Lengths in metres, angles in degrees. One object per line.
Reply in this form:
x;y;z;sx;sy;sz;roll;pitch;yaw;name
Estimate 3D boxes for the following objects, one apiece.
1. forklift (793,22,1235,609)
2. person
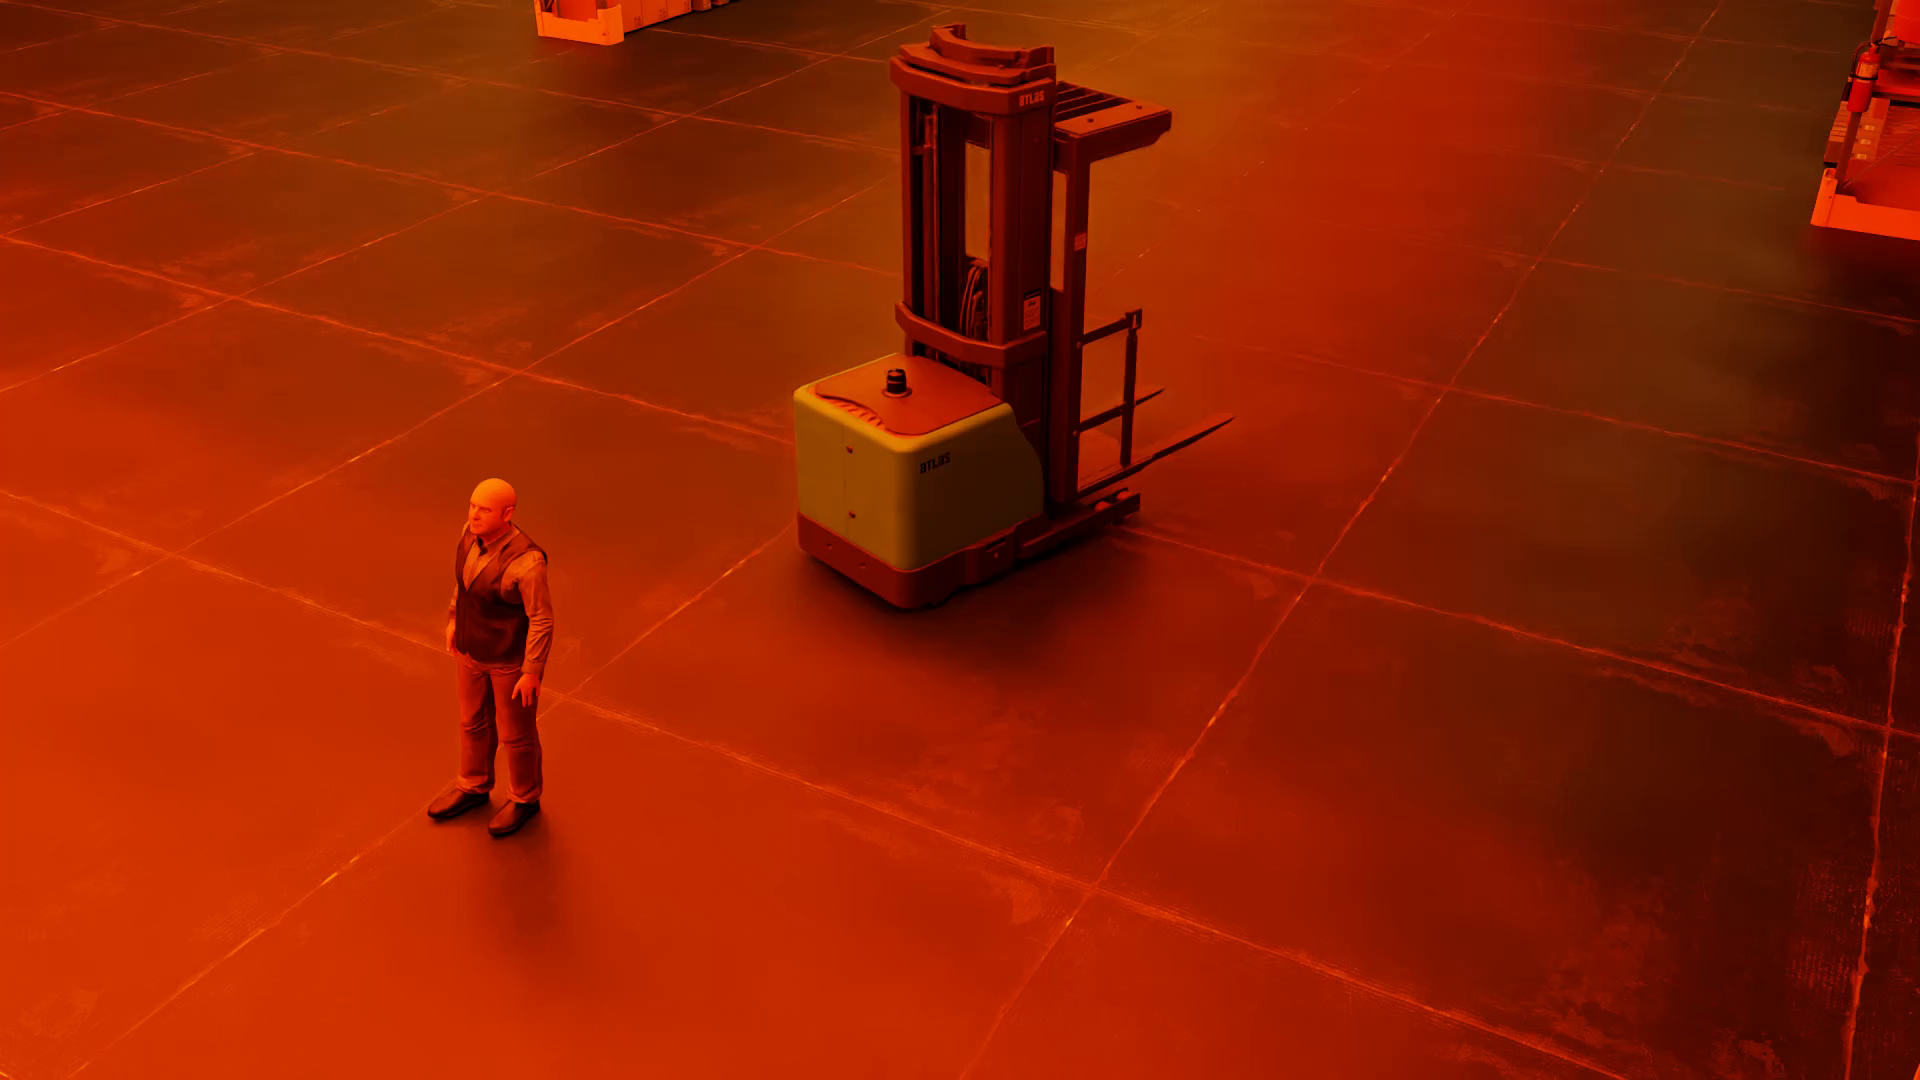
0.472;-1.508;9.684;3.031;2.935;1.130;-25;38;-36;forklift
-2.086;0.532;7.345;0.631;1.720;0.568;23;37;34;person
